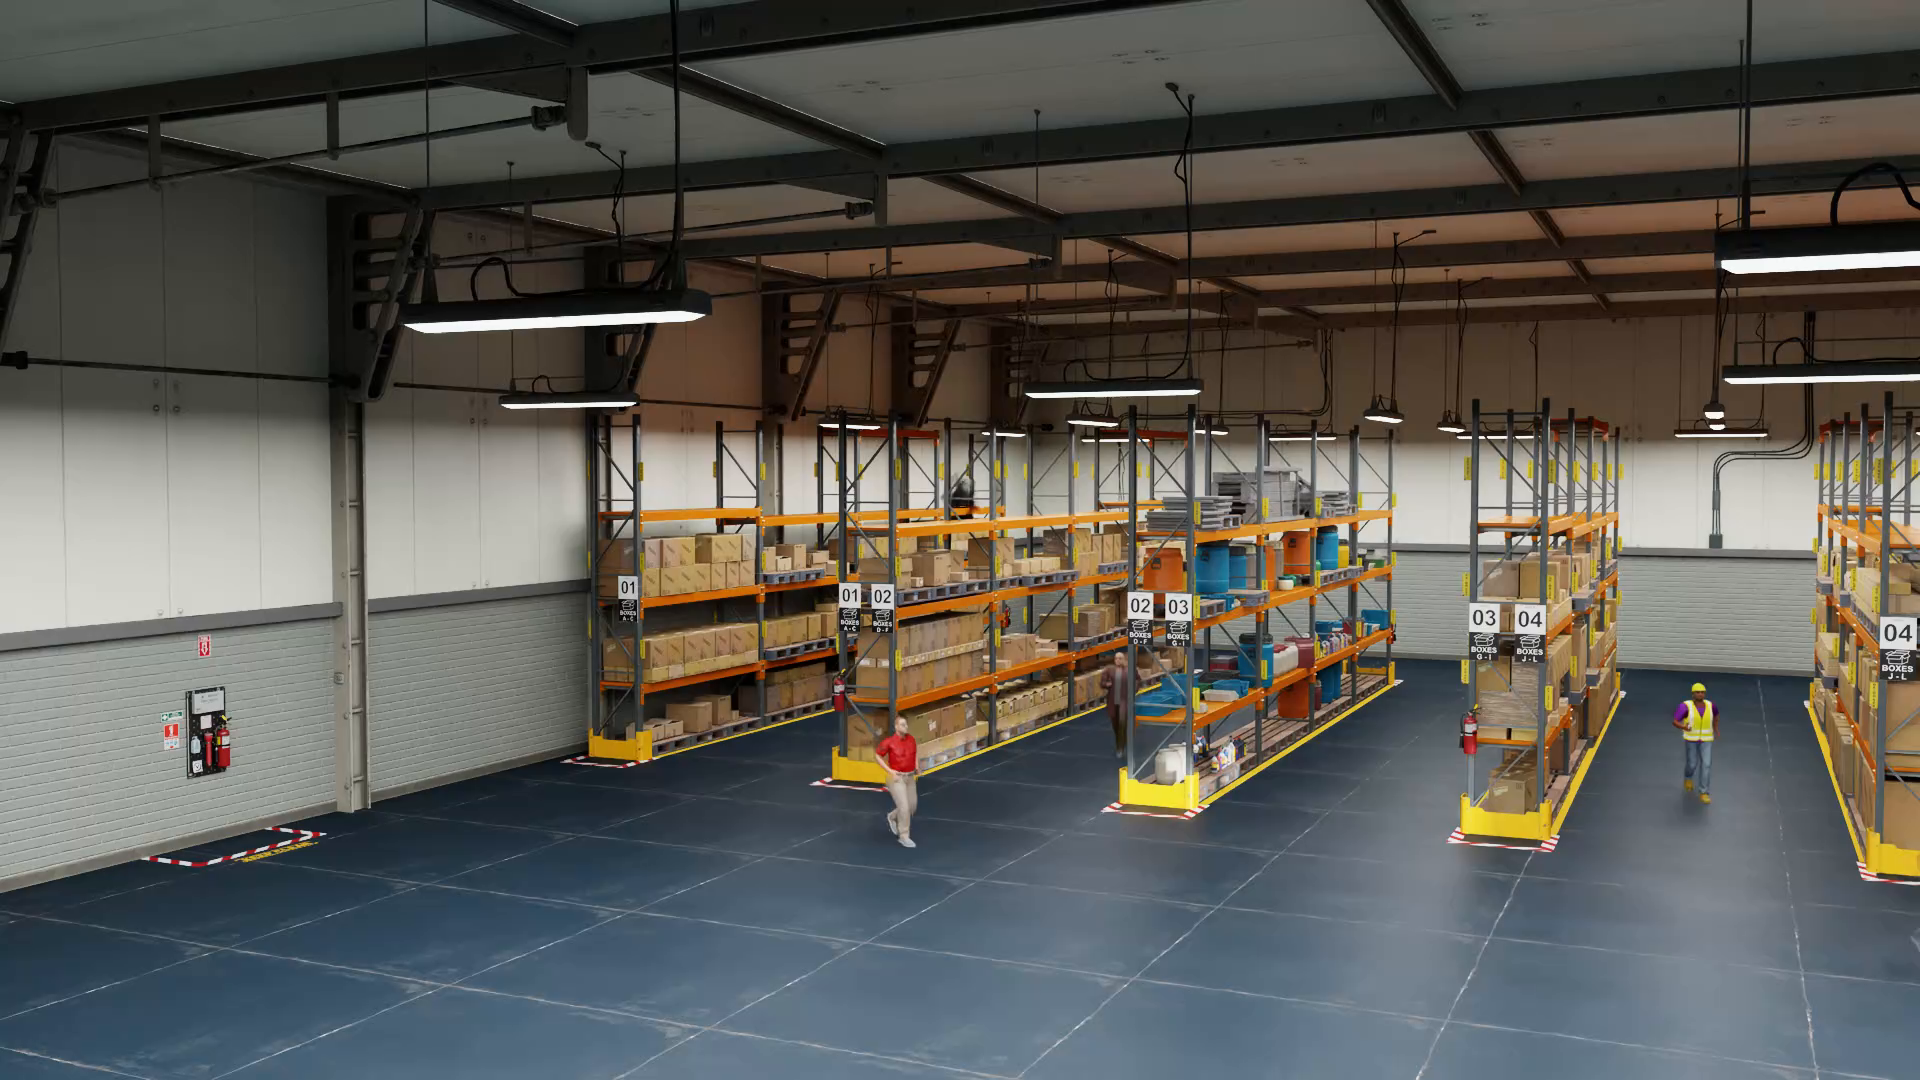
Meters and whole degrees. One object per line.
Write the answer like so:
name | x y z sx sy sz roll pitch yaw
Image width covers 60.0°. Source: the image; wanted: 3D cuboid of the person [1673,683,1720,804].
person | 11.241 3.060 25.353 0.704 1.765 0.983 1 2 13

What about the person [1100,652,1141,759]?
person | 2.803 2.990 29.295 0.690 1.611 0.910 1 2 19

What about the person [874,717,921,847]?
person | -0.833 3.235 22.398 0.672 1.712 0.710 -2 3 -41
